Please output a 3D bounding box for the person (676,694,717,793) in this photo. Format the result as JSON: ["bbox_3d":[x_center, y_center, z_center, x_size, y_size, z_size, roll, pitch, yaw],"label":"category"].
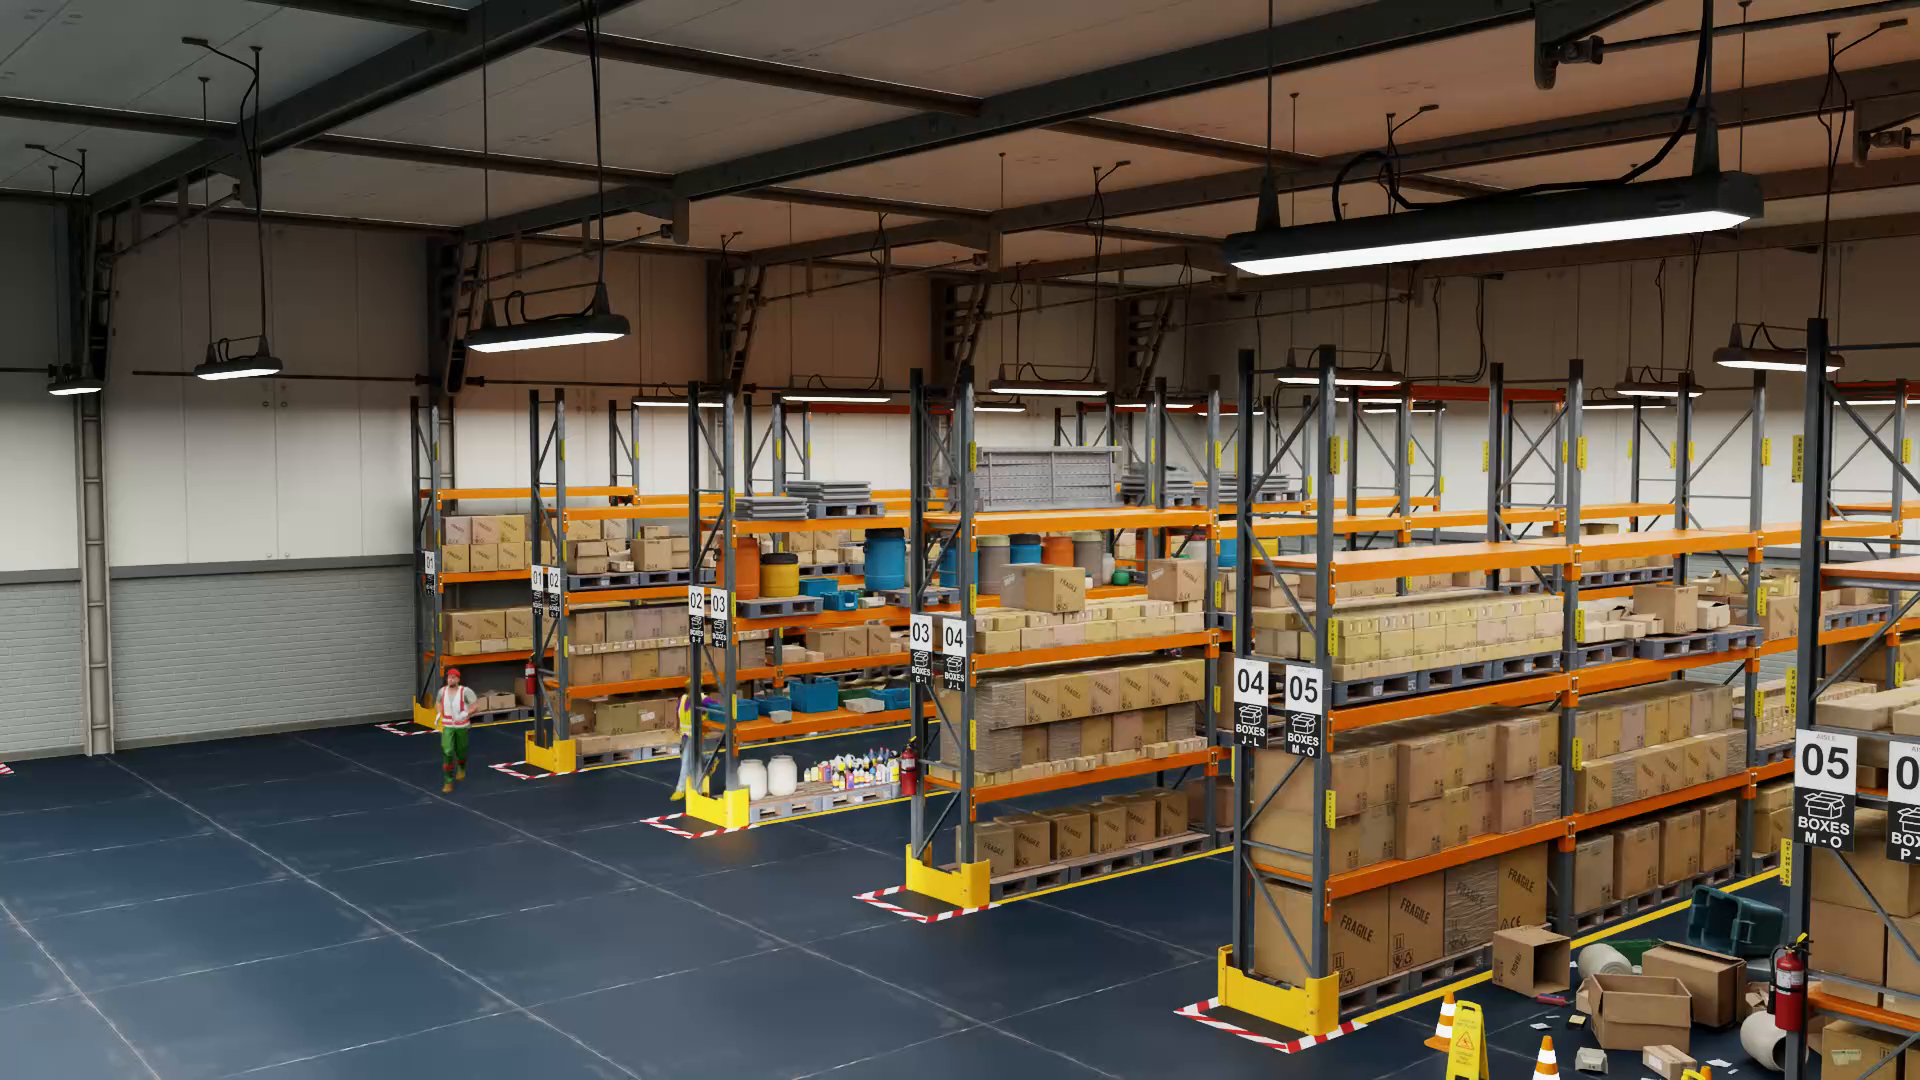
[{"bbox_3d":[-3.865,2.946,24.433,0.435,1.413,0.899,3,4,38],"label":"person"}]

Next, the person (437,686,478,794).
[{"bbox_3d":[-7.497,2.936,24.806,0.621,1.556,0.878,0,3,-6],"label":"person"}]

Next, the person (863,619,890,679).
[{"bbox_3d":[-1.692,2.005,33.483,0.665,1.599,0.576,-3,4,-39],"label":"person"}]
